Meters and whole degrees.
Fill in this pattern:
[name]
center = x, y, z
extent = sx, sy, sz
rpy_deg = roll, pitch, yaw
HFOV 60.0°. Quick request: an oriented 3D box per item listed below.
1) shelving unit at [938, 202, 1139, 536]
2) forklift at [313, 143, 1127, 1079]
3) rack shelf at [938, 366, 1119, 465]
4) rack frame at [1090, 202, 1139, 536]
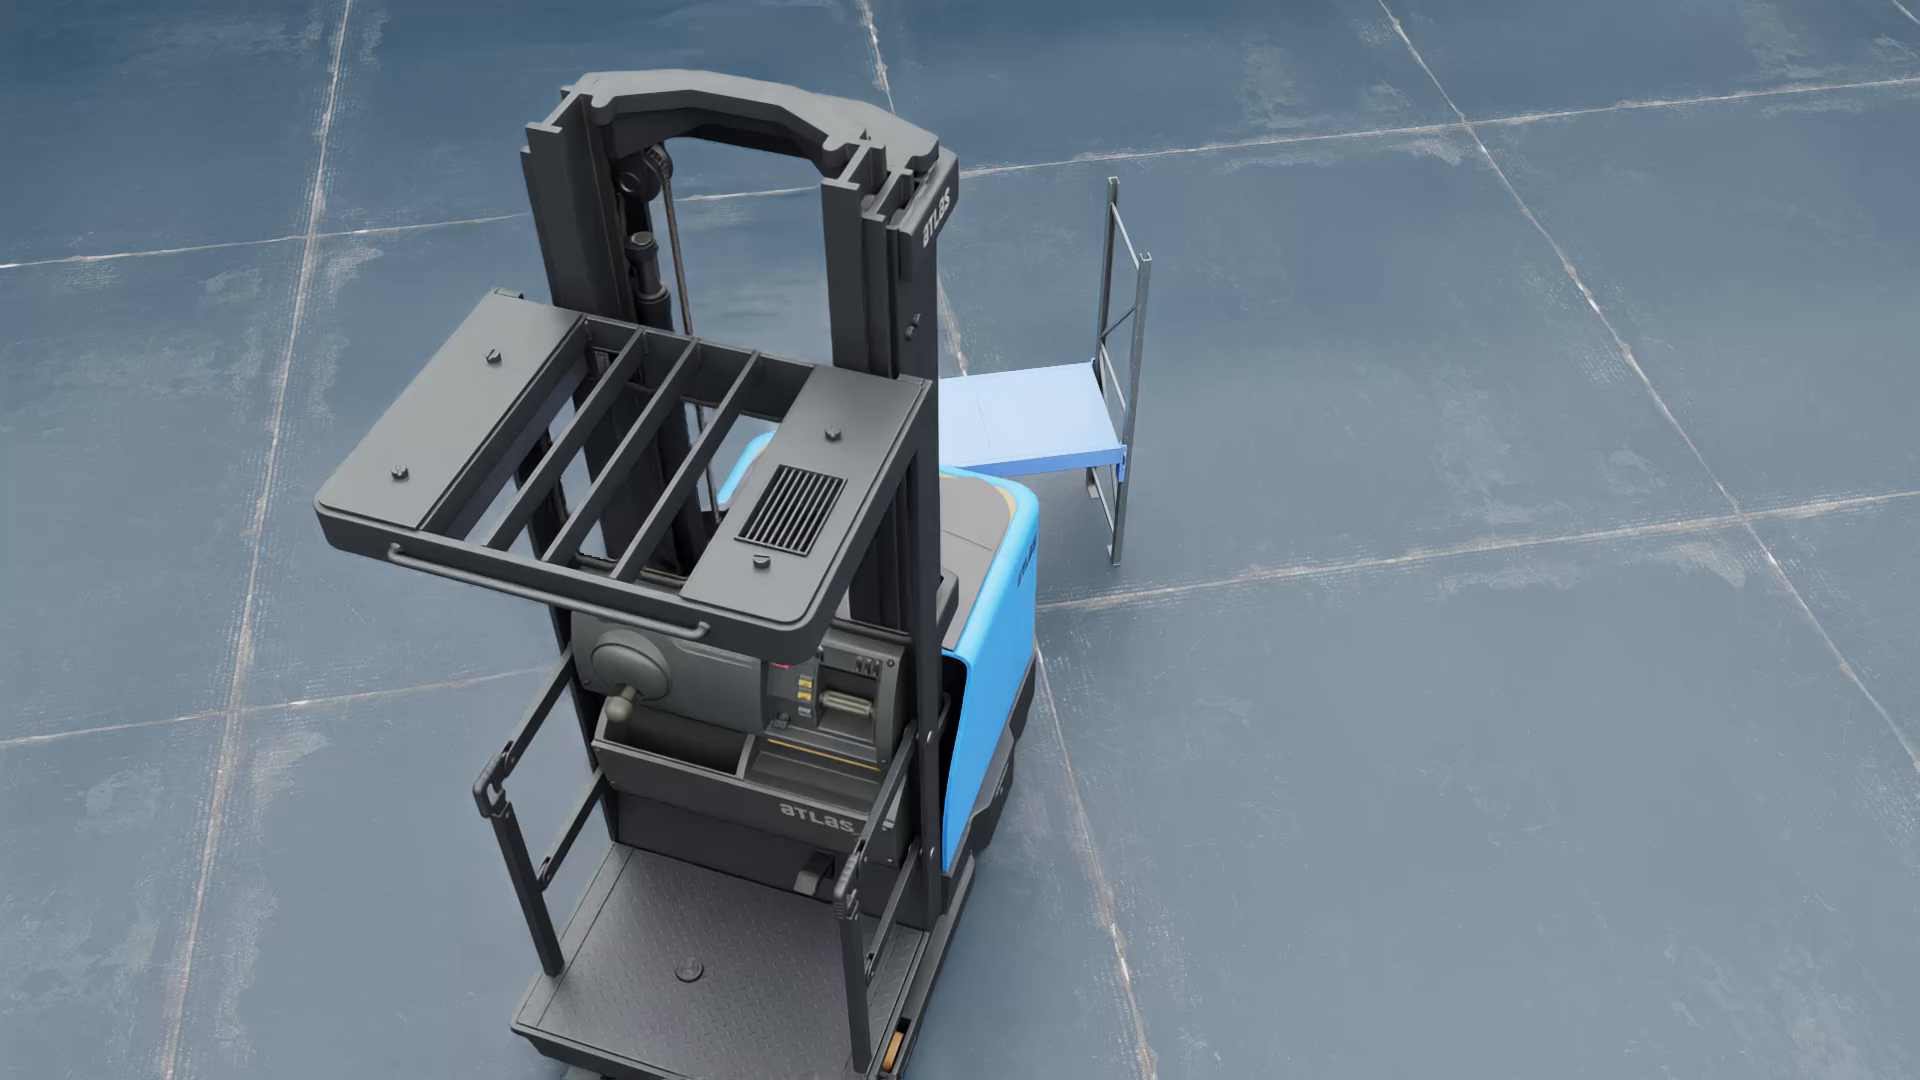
[shelving unit]
center = 0.103, -0.534, 6.223
extent = 0.991, 1.308, 0.475
rpy_deg = -7, 46, -7
[forklift]
center = -6.619, 2.853, 1.503
extent = 10.324, 3.598, 15.967
rpy_deg = 13, 48, 12
[rack shelf]
center = 0.084, -0.440, 6.314
extent = 0.952, 0.062, 0.459
rpy_deg = -7, 46, -7
[rack frame]
center = 0.585, -0.594, 6.281
extent = 0.013, 1.308, 0.475
rpy_deg = -7, 46, -7
